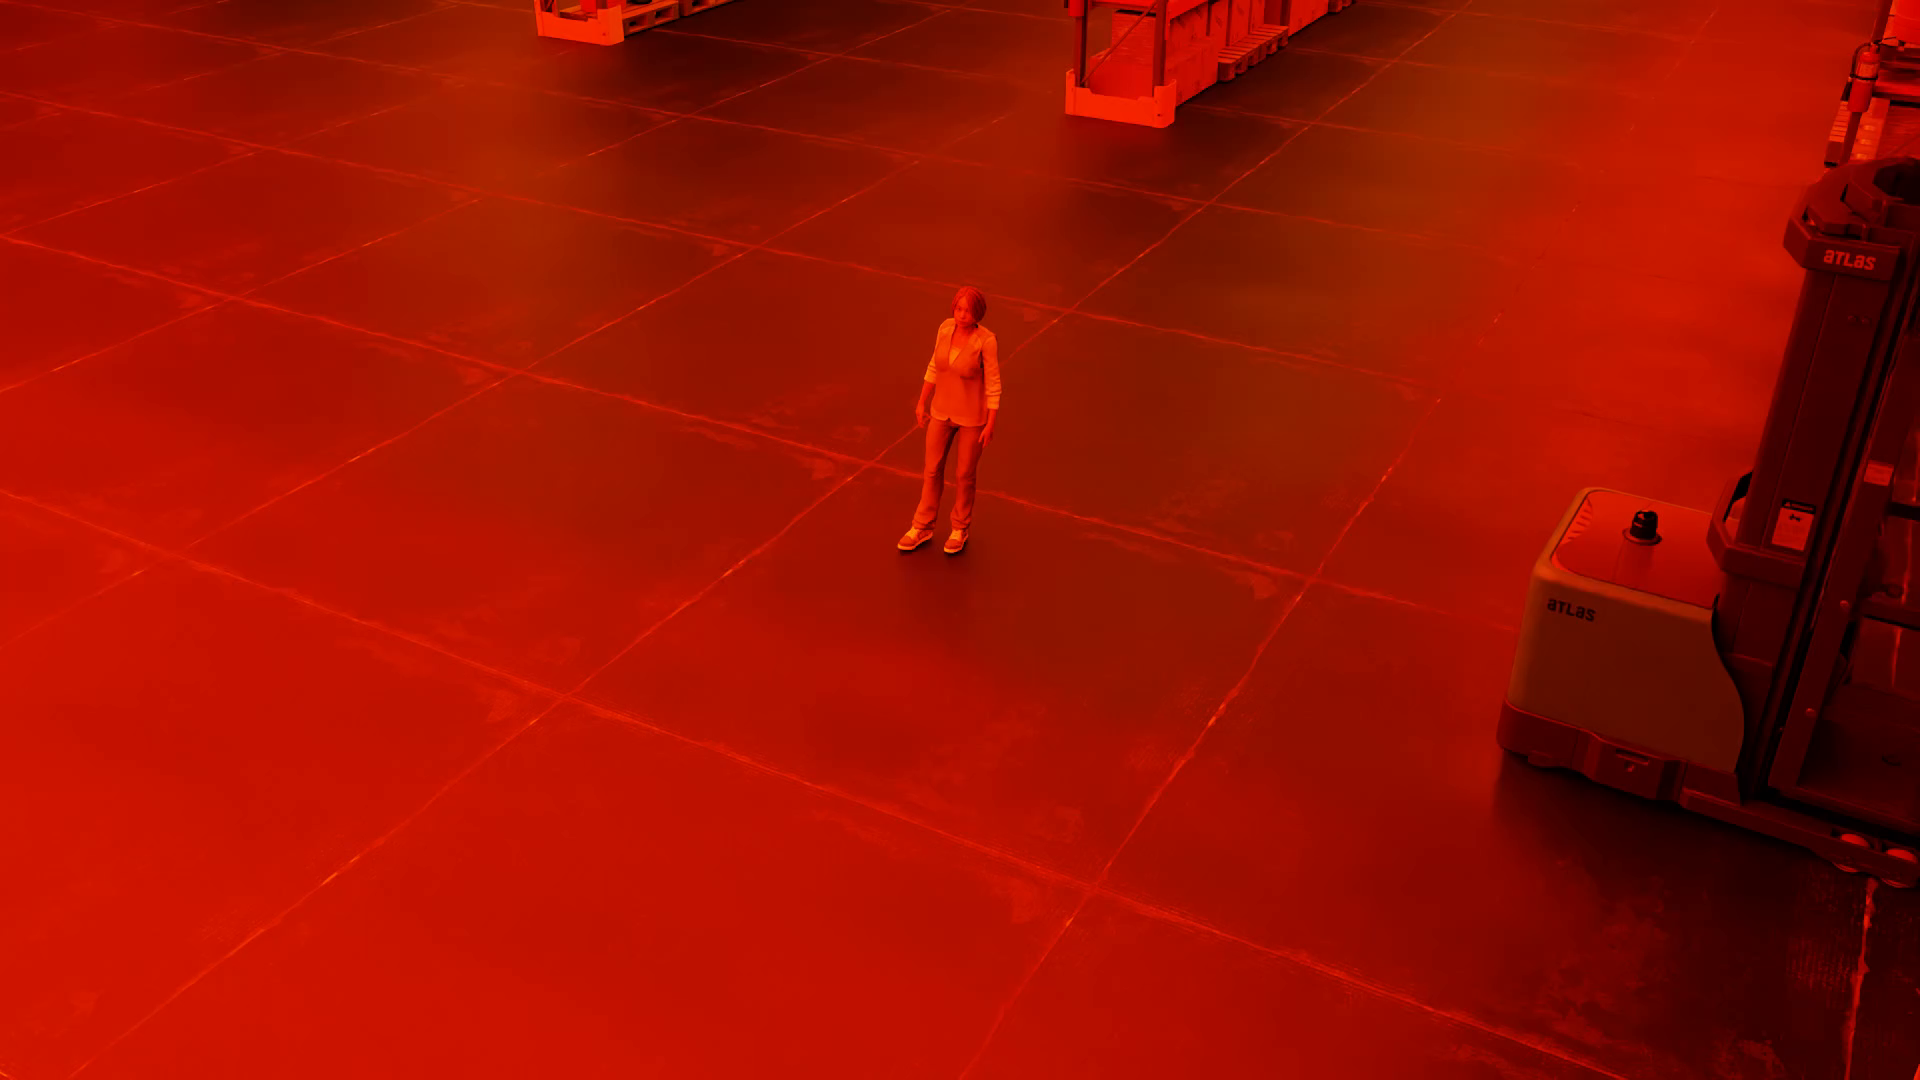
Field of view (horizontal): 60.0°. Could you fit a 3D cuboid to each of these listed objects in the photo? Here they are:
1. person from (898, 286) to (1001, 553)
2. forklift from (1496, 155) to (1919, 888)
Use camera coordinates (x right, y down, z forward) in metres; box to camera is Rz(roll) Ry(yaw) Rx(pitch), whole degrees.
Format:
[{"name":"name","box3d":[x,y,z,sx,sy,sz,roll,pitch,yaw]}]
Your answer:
[{"name":"person","box3d":[-0.049,-0.669,9.549,0.520,1.599,0.473,15,33,25]},{"name":"forklift","box3d":[4.161,-0.040,7.140,3.031,2.935,1.130,17,34,27]}]
